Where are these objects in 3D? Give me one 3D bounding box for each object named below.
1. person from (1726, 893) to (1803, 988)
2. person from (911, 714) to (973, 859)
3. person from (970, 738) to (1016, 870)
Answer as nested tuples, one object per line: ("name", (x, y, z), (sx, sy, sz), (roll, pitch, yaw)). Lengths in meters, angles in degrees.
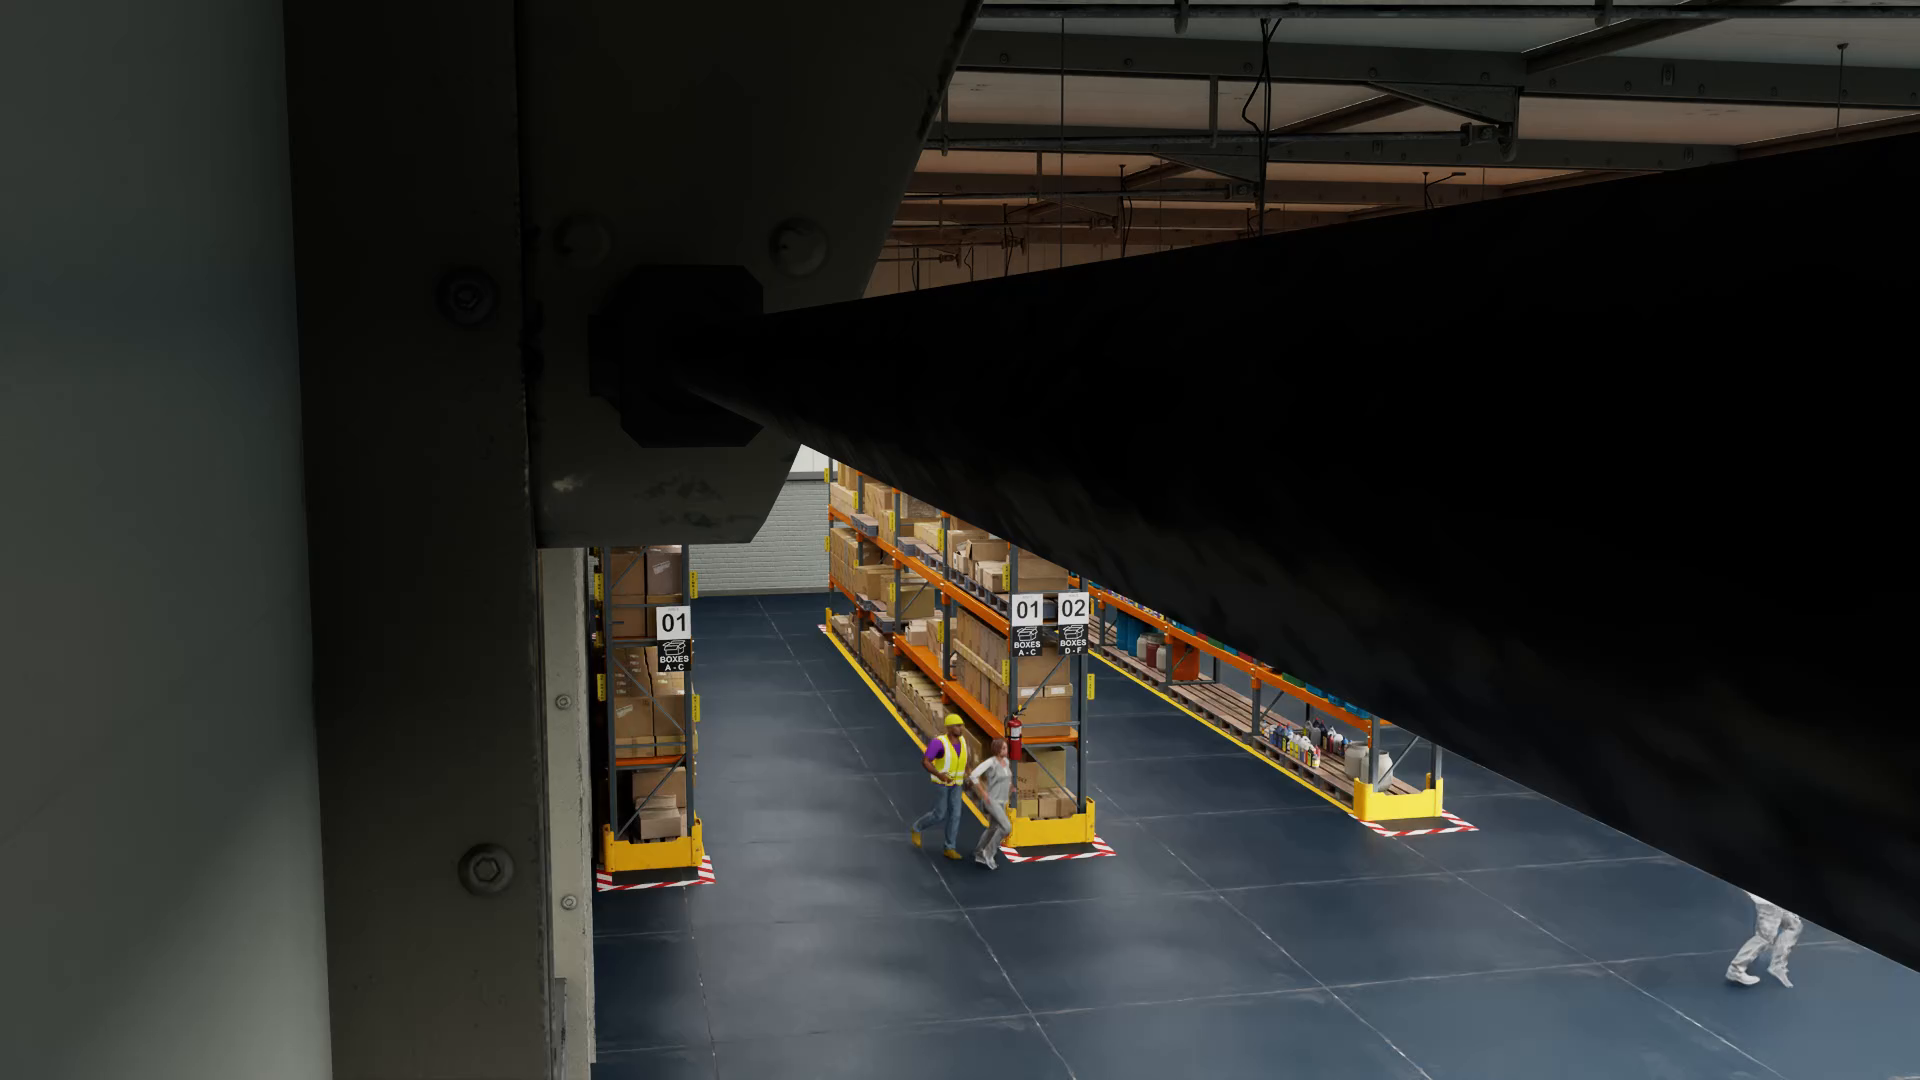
("person", (7.950, 3.539, 16.319), (0.743, 1.806, 0.692), (2, 7, 16))
("person", (-0.131, 3.023, 20.673), (0.759, 1.739, 0.849), (-6, 9, -39))
("person", (0.422, 3.172, 20.042), (0.584, 1.583, 0.545), (4, 8, 33))
